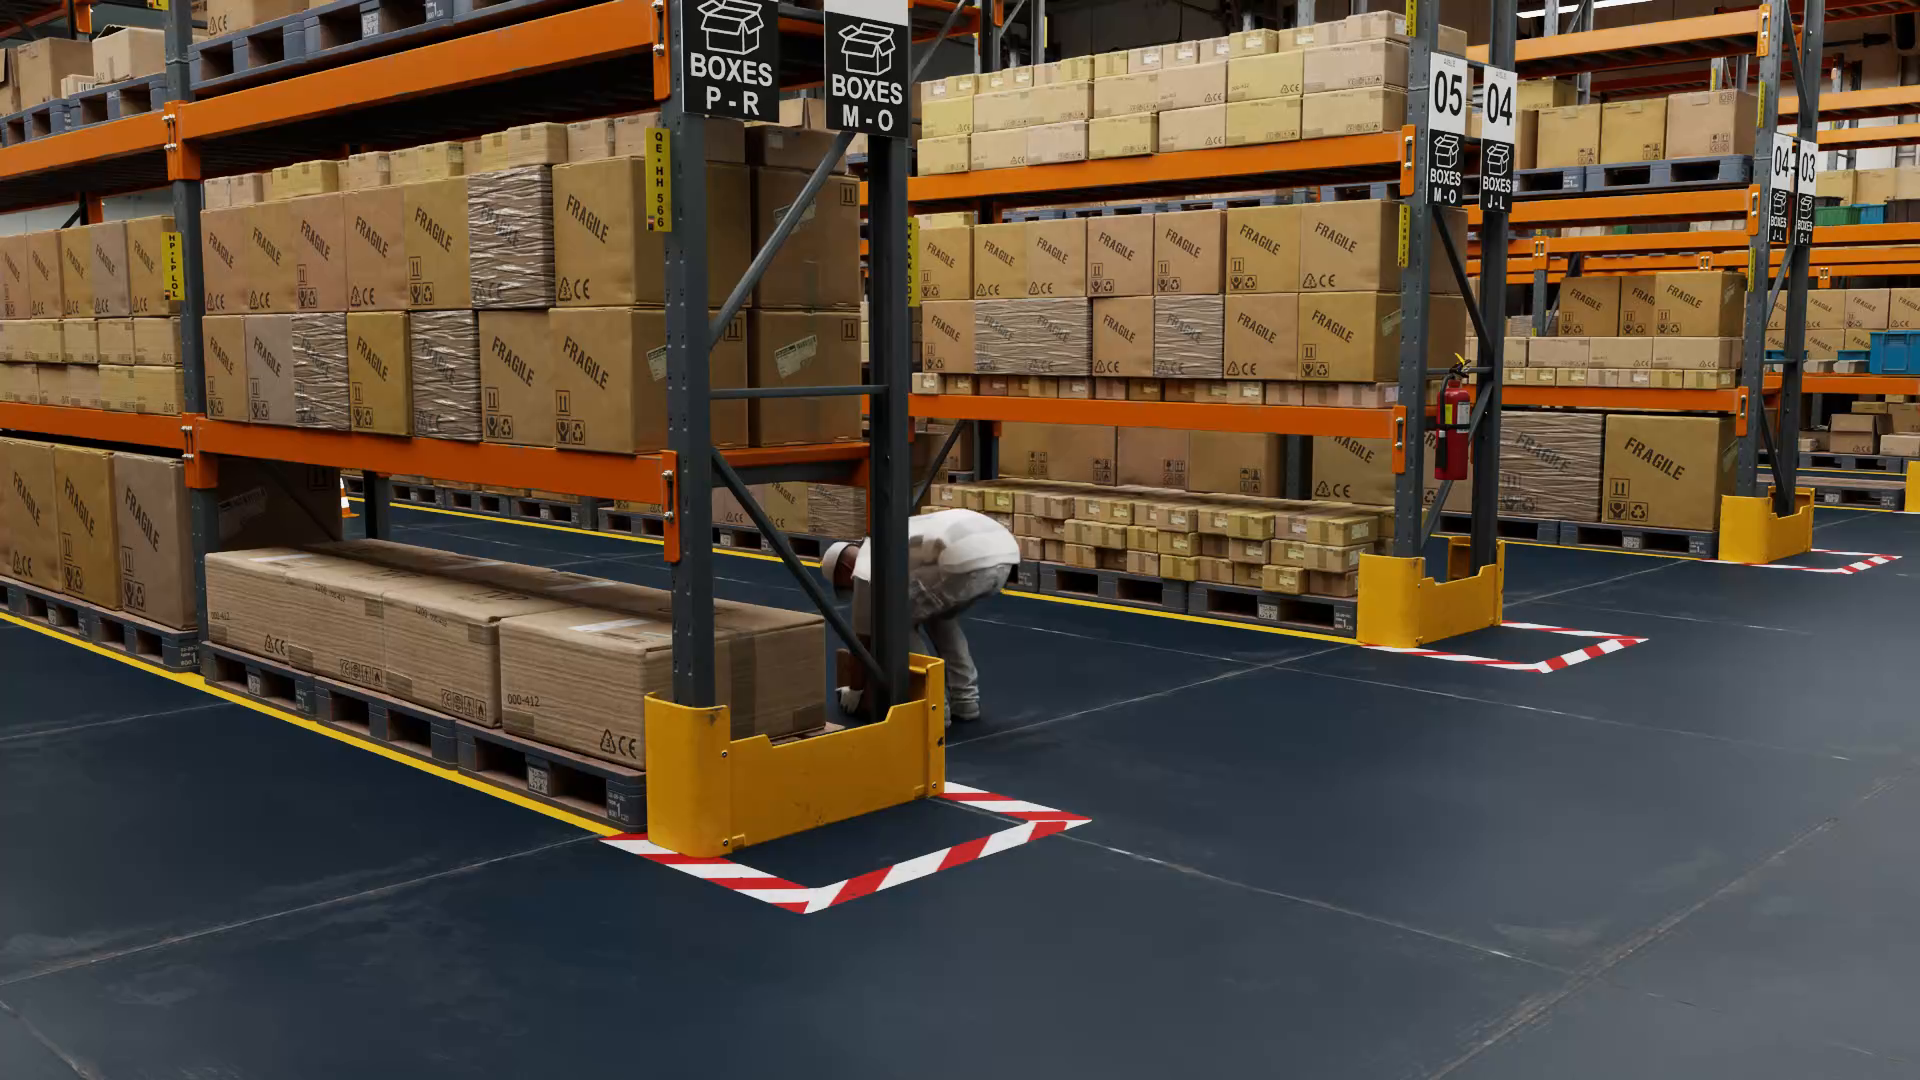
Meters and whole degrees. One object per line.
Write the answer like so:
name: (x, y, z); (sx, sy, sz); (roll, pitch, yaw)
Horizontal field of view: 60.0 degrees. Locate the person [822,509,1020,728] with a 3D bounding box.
person: (-0.212, 0.327, 7.428); (0.982, 0.947, 0.523); (5, 8, 33)
